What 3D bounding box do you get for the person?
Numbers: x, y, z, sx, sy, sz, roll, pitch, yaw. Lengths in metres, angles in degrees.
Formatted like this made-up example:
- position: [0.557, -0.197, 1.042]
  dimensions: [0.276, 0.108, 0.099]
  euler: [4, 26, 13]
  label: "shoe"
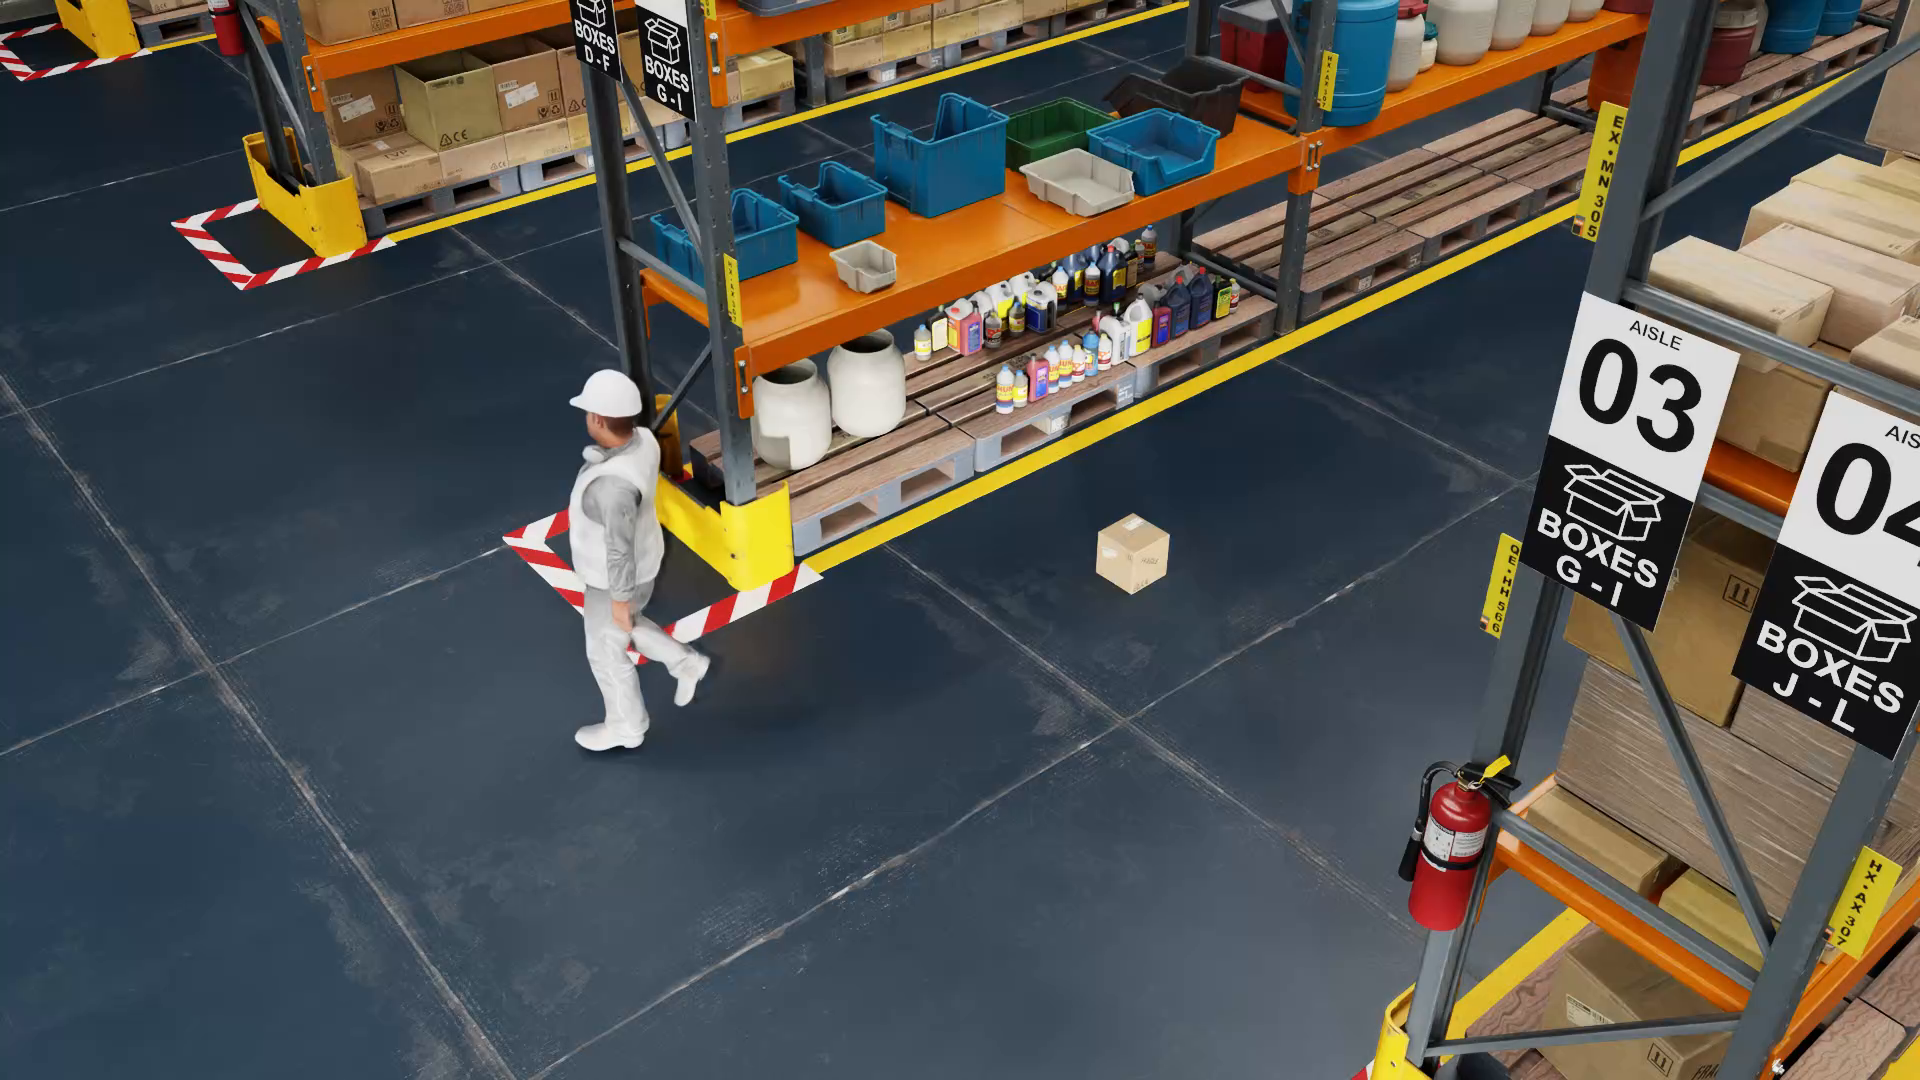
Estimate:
- position: [-1.389, 0.102, 6.884]
  dimensions: [0.594, 1.751, 0.562]
  euler: [0, 36, 0]
  label: "person"
